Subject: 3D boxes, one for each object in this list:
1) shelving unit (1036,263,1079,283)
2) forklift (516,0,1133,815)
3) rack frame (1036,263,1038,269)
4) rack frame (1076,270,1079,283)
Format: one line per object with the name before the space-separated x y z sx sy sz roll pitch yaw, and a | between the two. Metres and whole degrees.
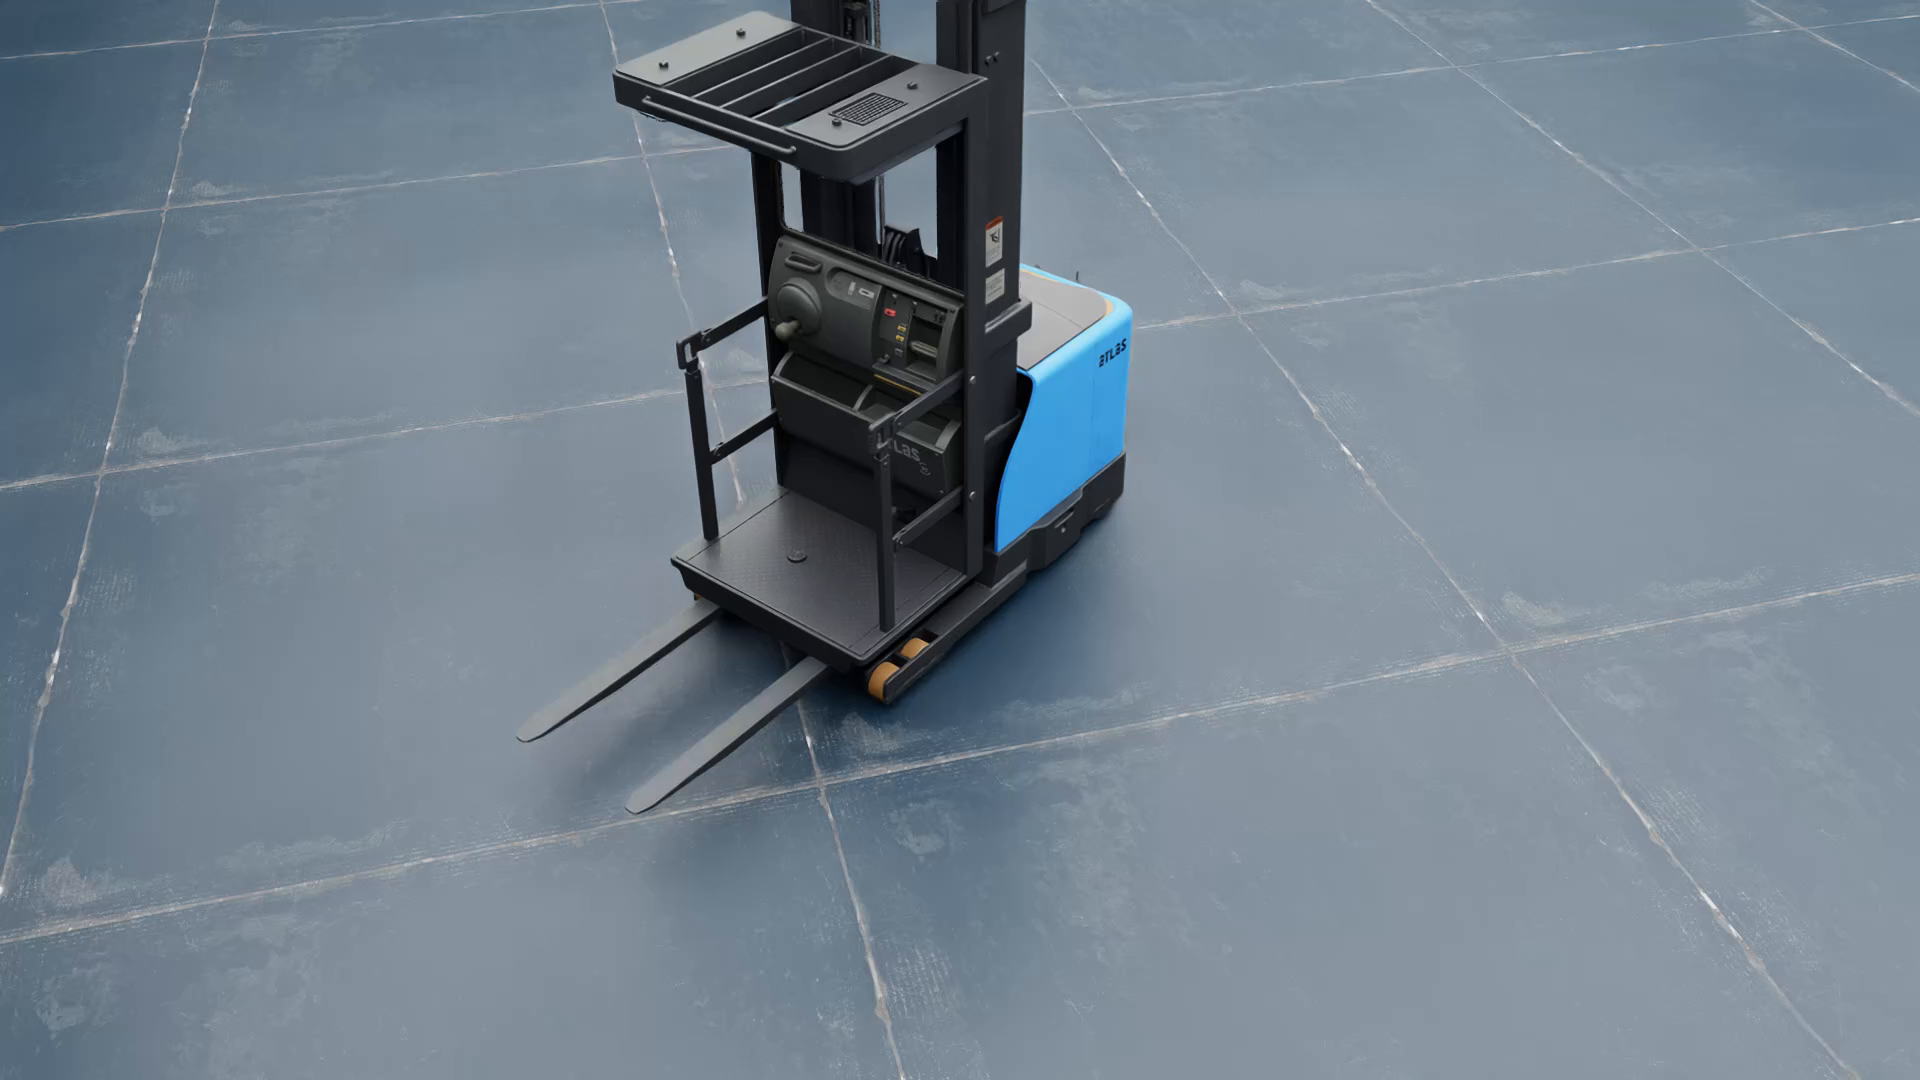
shelving unit | 0.427 -0.885 8.166 0.210 0.900 0.258 13 39 16
forklift | -0.520 -0.834 6.428 1.130 2.935 3.031 25 44 29
rack frame | 0.332 -0.907 8.195 0.006 0.900 0.240 13 39 16
rack frame | 0.522 -0.863 8.137 0.006 0.900 0.240 13 39 16
